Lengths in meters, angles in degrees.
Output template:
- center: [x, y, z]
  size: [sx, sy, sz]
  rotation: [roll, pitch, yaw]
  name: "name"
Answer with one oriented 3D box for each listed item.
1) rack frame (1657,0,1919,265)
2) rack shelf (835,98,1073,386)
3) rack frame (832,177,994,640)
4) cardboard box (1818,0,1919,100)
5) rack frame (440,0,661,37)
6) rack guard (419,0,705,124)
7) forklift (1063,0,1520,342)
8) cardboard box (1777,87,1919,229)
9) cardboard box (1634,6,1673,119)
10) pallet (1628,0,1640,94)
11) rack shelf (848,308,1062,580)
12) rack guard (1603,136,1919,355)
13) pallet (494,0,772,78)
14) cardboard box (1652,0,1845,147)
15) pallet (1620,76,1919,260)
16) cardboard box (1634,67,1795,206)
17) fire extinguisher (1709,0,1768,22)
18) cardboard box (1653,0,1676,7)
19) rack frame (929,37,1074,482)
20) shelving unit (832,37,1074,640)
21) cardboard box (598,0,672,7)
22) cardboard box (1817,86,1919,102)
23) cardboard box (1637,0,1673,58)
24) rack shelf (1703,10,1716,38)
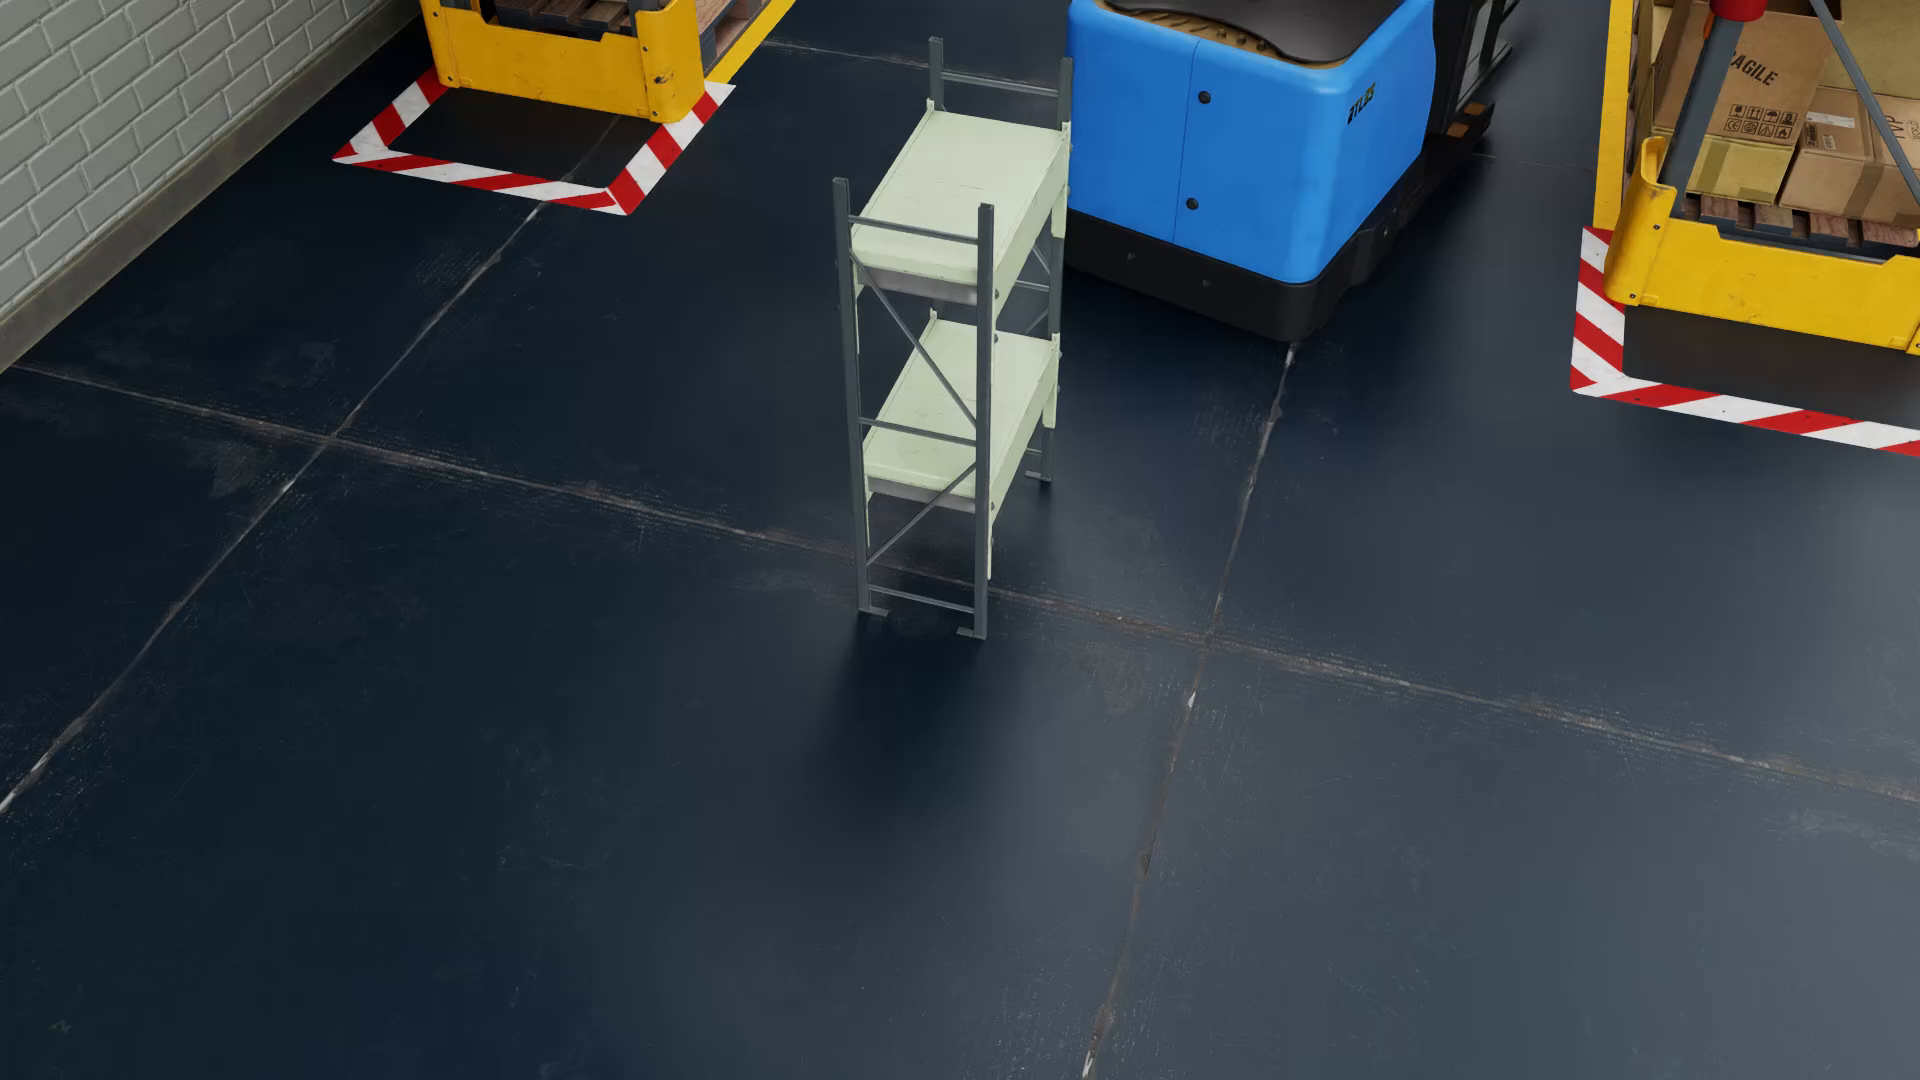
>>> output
- center: [2.996, -1.968, 5.117]
  size: [1.000, 3.000, 0.127]
  rotation: [13, 46, 13]
  name: "rack frame"
- center: [-0.002, -0.811, 4.448]
  size: [0.431, 0.370, 0.720]
  rotation: [13, 46, 12]
  name: "rack shelf"
- center: [-0.113, -0.288, 4.472]
  size: [0.400, 1.500, 0.023]
  rotation: [13, 46, 12]
  name: "rack frame"
- center: [3.520, -2.048, 6.327]
  size: [0.500, 0.500, 0.500]
  rotation: [13, 46, 13]
  name: "cardboard box"
- center: [-1.726, -3.015, 6.186]
  size: [1.000, 3.000, 0.127]
  rotation: [13, 46, 13]
  name: "rack frame"
- center: [-1.703, -2.172, 7.112]
  size: [1.175, 0.500, 0.348]
  rotation: [13, 46, 13]
  name: "rack guard"
- center: [1.562, -2.754, 5.969]
  size: [1.130, 2.935, 3.031]
  rotation: [24, 49, 23]
  name: "forklift"
- center: [3.371, -1.446, 6.249]
  size: [0.500, 0.250, 0.500]
  rotation: [13, 46, 13]
  name: "cardboard box"
- center: [3.017, -1.891, 6.704]
  size: [0.500, 0.250, 0.500]
  rotation: [13, 46, 13]
  name: "cardboard box"
- center: [3.559, -2.301, 7.450]
  size: [1.003, 0.211, 1.213]
  rotation: [13, 46, 13]
  name: "pallet"
- center: [-0.002, -0.299, 4.949]
  size: [0.431, 0.370, 0.720]
  rotation: [13, 46, 12]
  name: "rack shelf"
- center: [2.989, -1.059, 5.975]
  size: [1.175, 0.500, 0.348]
  rotation: [13, 46, 13]
  name: "rack guard"
- center: [-1.423, -2.603, 7.759]
  size: [1.003, 0.211, 1.213]
  rotation: [13, 46, 13]
  name: "pallet"
- center: [2.875, -1.824, 6.099]
  size: [0.500, 0.500, 0.500]
  rotation: [13, 46, 13]
  name: "cardboard box"
- center: [3.188, -1.490, 6.622]
  size: [1.003, 0.211, 1.213]
  rotation: [13, 46, 13]
  name: "pallet"
- center: [2.877, -1.556, 6.361]
  size: [0.500, 0.250, 0.500]
  rotation: [13, 46, 13]
  name: "cardboard box"
- center: [2.518, -1.960, 5.164]
  size: [0.296, 0.674, 0.183]
  rotation: [13, 46, 13]
  name: "fire extinguisher"
- center: [3.164, -2.494, 6.783]
  size: [0.500, 0.500, 0.500]
  rotation: [13, 46, 13]
  name: "cardboard box"
- center: [0.109, -0.776, 4.970]
  size: [0.400, 1.500, 0.023]
  rotation: [13, 46, 12]
  name: "rack frame"
- center: [-0.002, -0.532, 4.721]
  size: [0.431, 1.500, 0.755]
  rotation: [13, 46, 12]
  name: "shelving unit"
- center: [-1.431, -2.653, 7.425]
  size: [0.500, 0.311, 0.500]
  rotation: [8, 45, 8]
  name: "cardboard box"
- center: [3.519, -1.780, 6.590]
  size: [0.500, 0.250, 0.500]
  rotation: [13, 46, 13]
  name: "cardboard box"
- center: [3.167, -2.225, 7.045]
  size: [0.500, 0.250, 0.500]
  rotation: [13, 46, 13]
  name: "cardboard box"
- center: [3.602, -3.044, 6.731]
  size: [1.077, 0.370, 4.000]
  rotation: [13, 46, 13]
  name: "rack shelf"
